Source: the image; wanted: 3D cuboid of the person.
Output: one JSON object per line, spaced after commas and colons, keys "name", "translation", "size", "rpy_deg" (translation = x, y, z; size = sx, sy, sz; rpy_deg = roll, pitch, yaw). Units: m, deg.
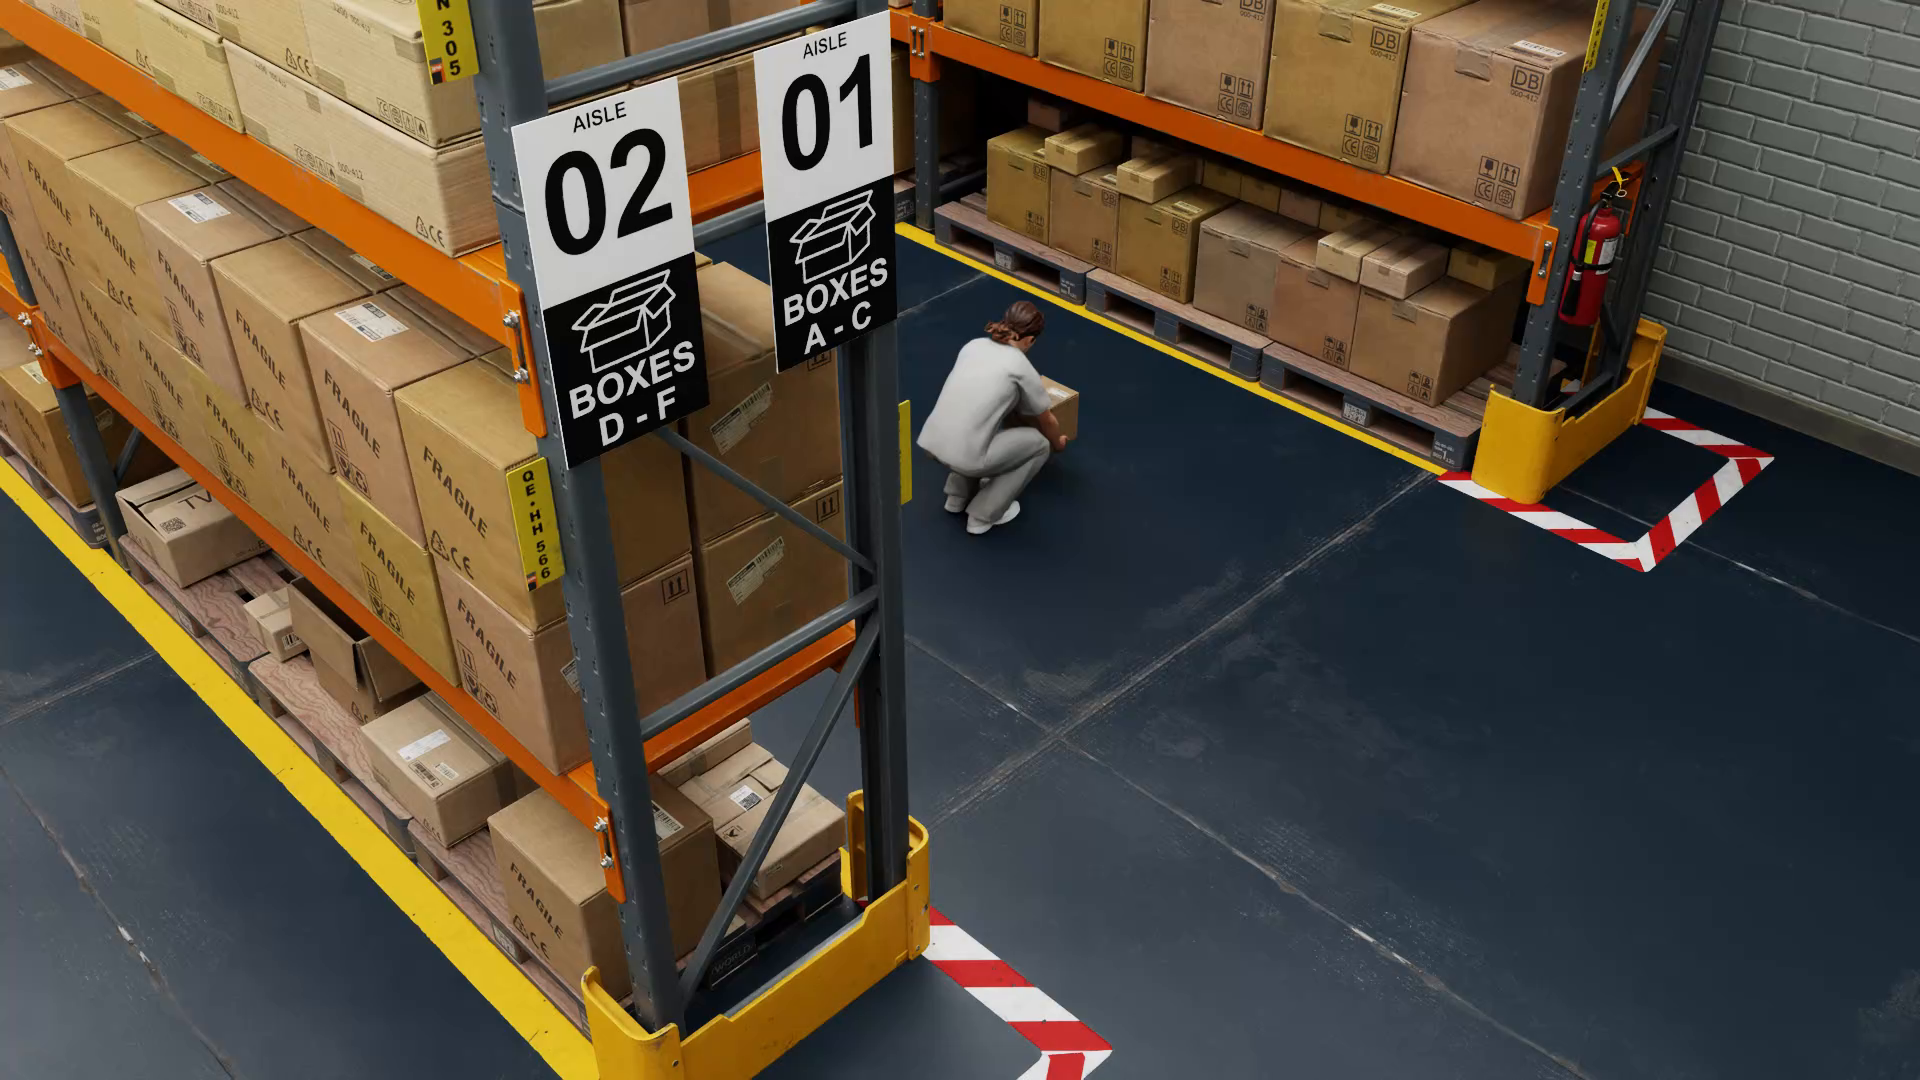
{"name": "person", "translation": [0.146, -0.568, 7.581], "size": [0.492, 0.936, 0.796], "rpy_deg": [30, 45, 35]}
